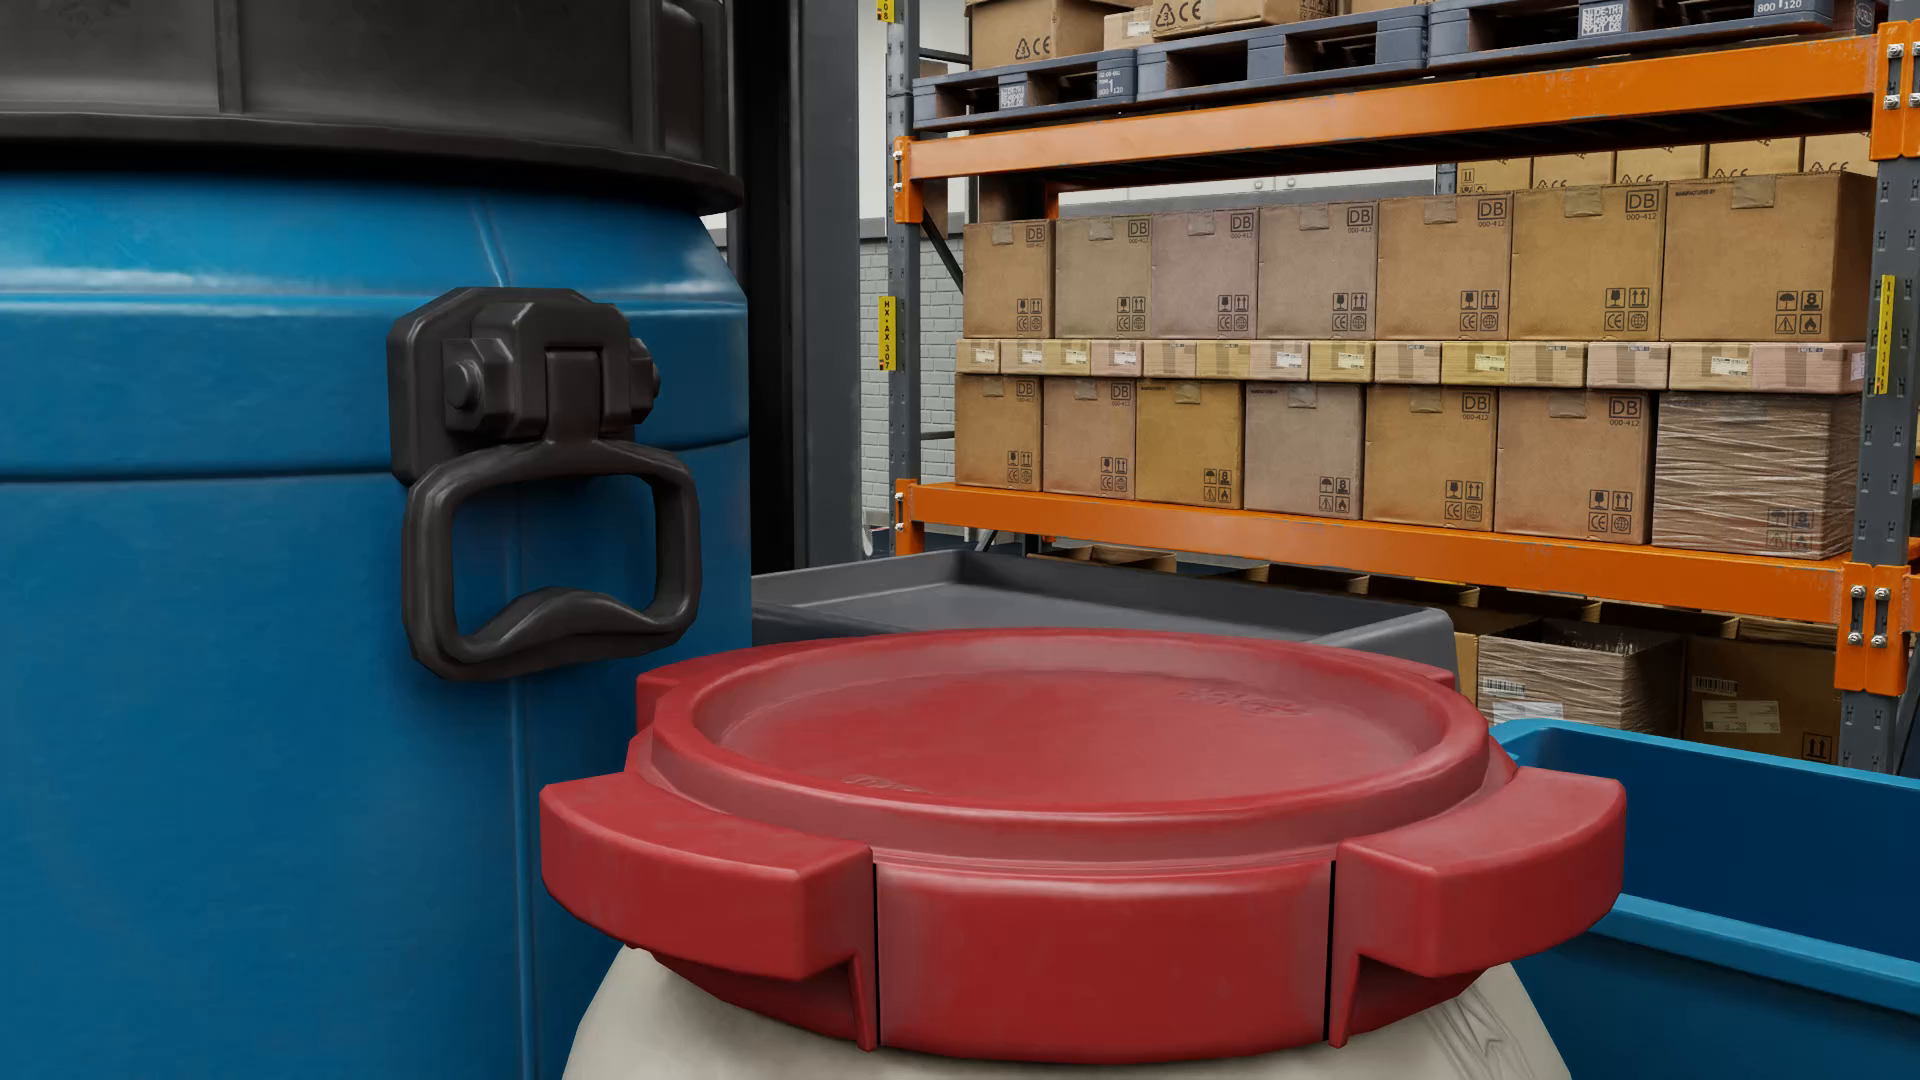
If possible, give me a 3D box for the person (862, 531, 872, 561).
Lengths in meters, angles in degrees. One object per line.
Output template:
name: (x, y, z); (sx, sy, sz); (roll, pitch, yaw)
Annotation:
person: (-0.863, 0.161, 9.908); (0.496, 1.189, 0.803); (7, 10, 43)
